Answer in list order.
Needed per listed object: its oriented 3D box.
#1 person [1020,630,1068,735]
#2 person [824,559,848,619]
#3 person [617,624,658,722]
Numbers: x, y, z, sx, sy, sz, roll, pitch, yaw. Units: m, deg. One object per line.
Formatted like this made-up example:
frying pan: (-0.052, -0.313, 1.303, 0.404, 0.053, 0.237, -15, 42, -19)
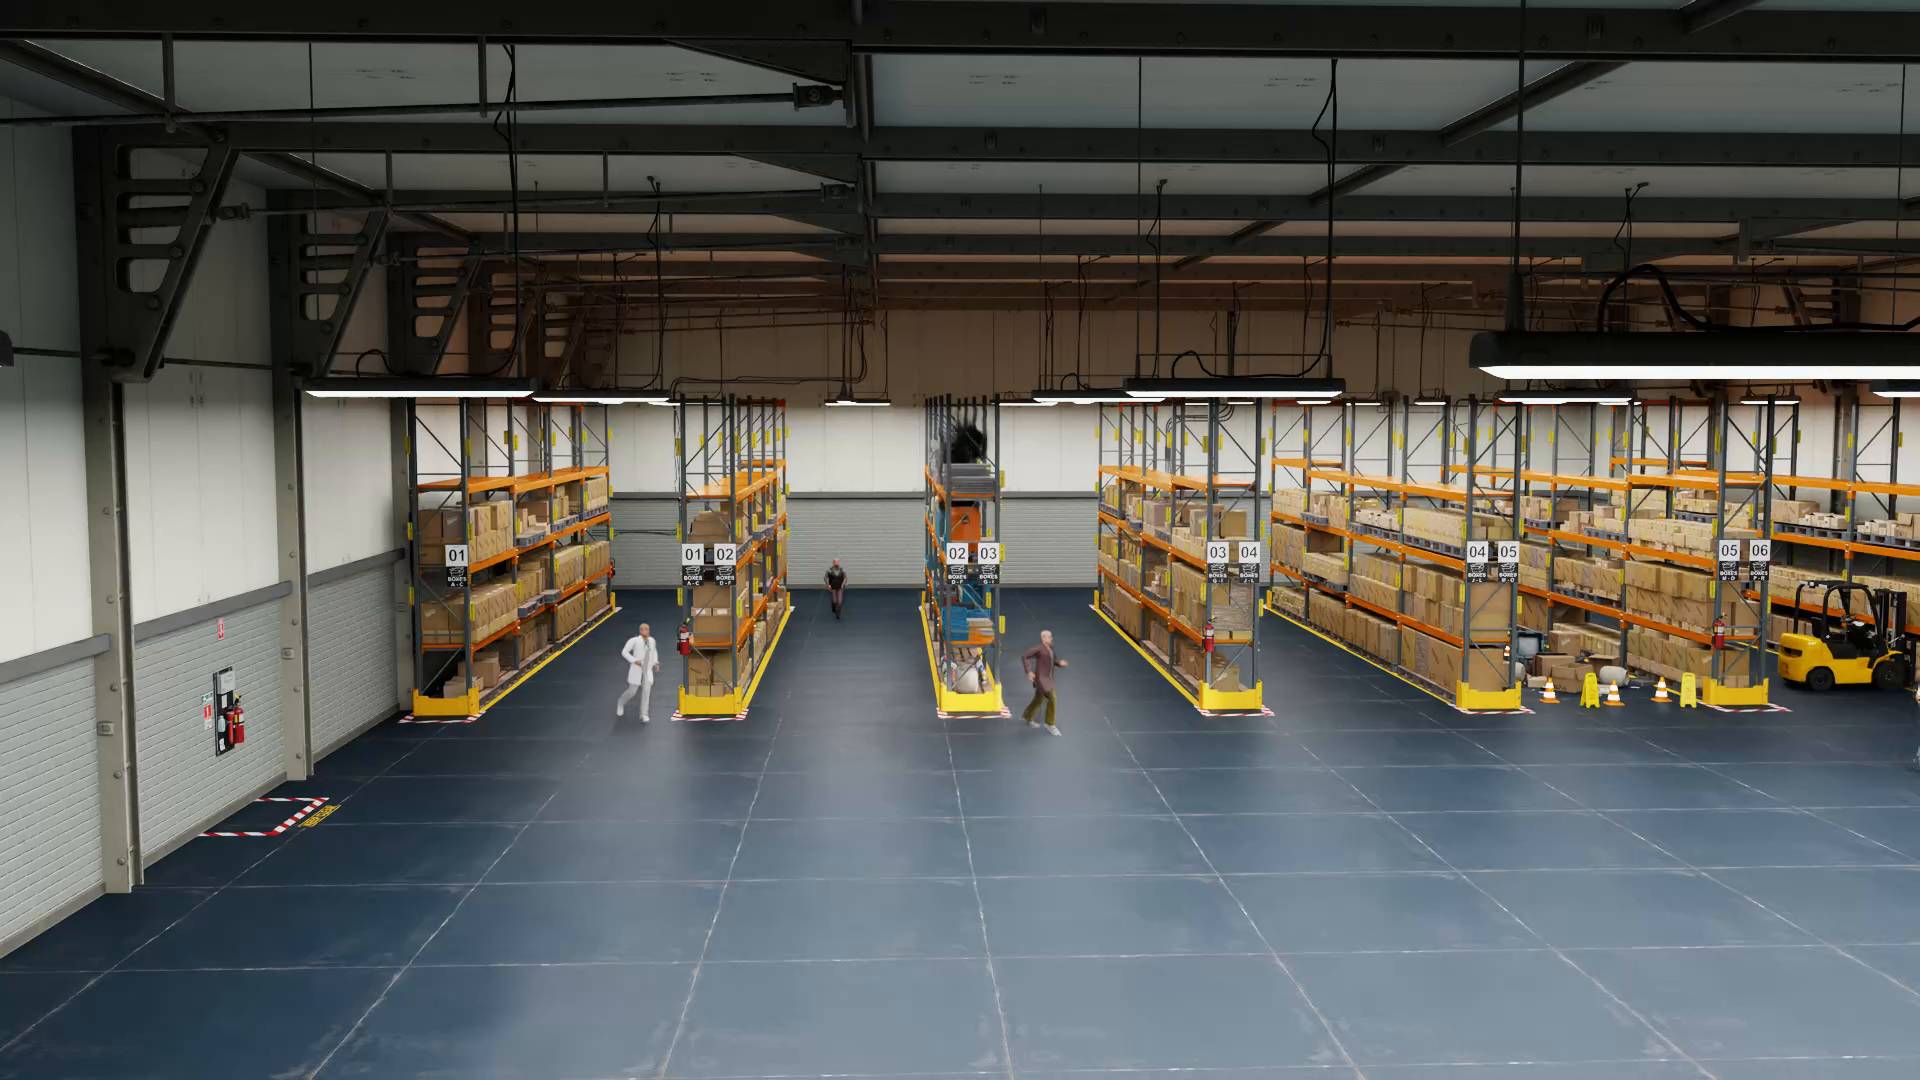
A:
person: (1.469, 2.514, 29.377, 0.937, 1.848, 0.666, 2, 5, 26)
person: (-3.367, 1.331, 45.316, 0.636, 1.662, 0.592, -1, 5, -14)
person: (-5.843, 2.415, 30.635, 0.770, 1.739, 1.049, -3, 6, -37)
